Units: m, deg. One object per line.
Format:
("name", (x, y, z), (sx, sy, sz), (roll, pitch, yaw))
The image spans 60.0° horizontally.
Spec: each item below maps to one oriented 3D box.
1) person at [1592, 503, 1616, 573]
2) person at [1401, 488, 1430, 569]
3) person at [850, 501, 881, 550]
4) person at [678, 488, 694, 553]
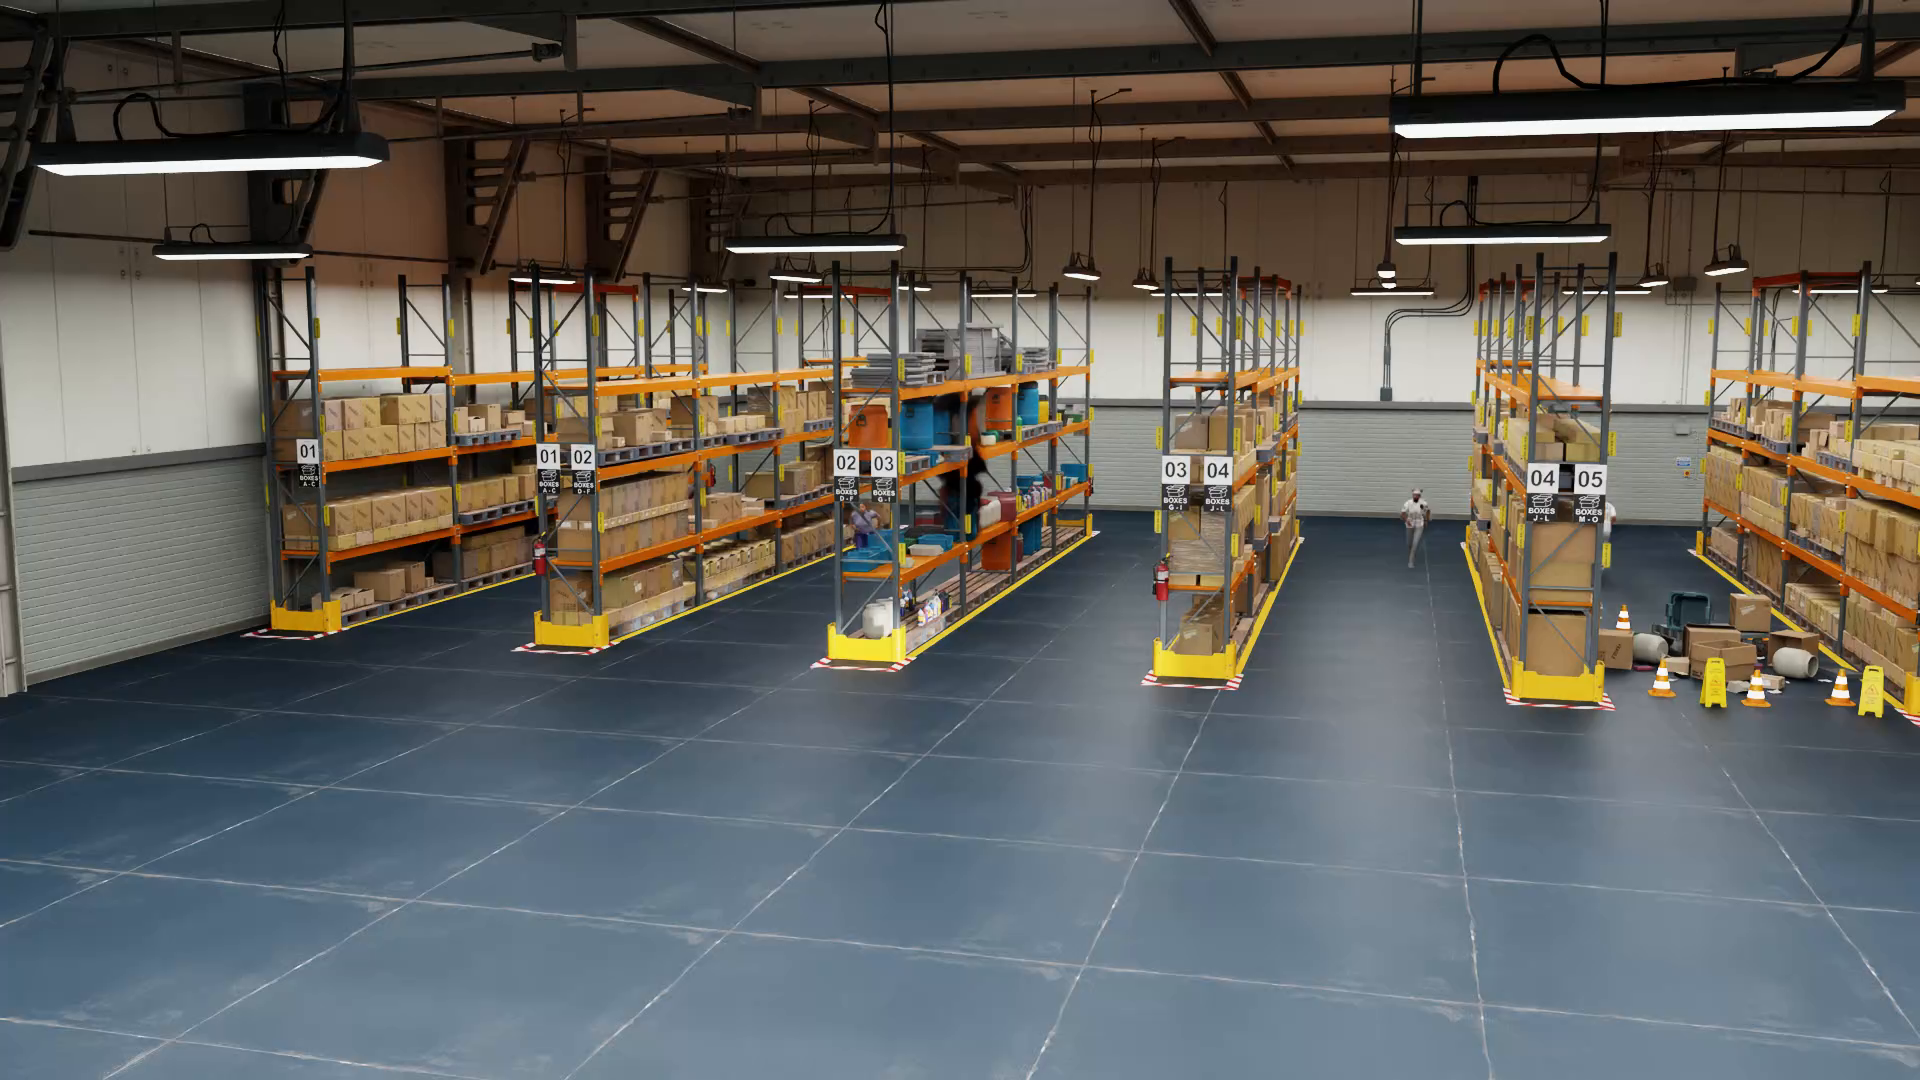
("person", (13.094, -0.155, 34.086), (0.650, 1.720, 0.736), (2, 7, 12))
("person", (9.638, -0.279, 35.212), (0.599, 1.688, 0.899), (2, 8, 17))
("person", (-1.929, -0.094, 33.618), (0.593, 1.418, 0.663), (1, 7, 10))
("person", (-6.045, -0.502, 36.617), (0.712, 1.778, 1.187), (1, 7, 7))
